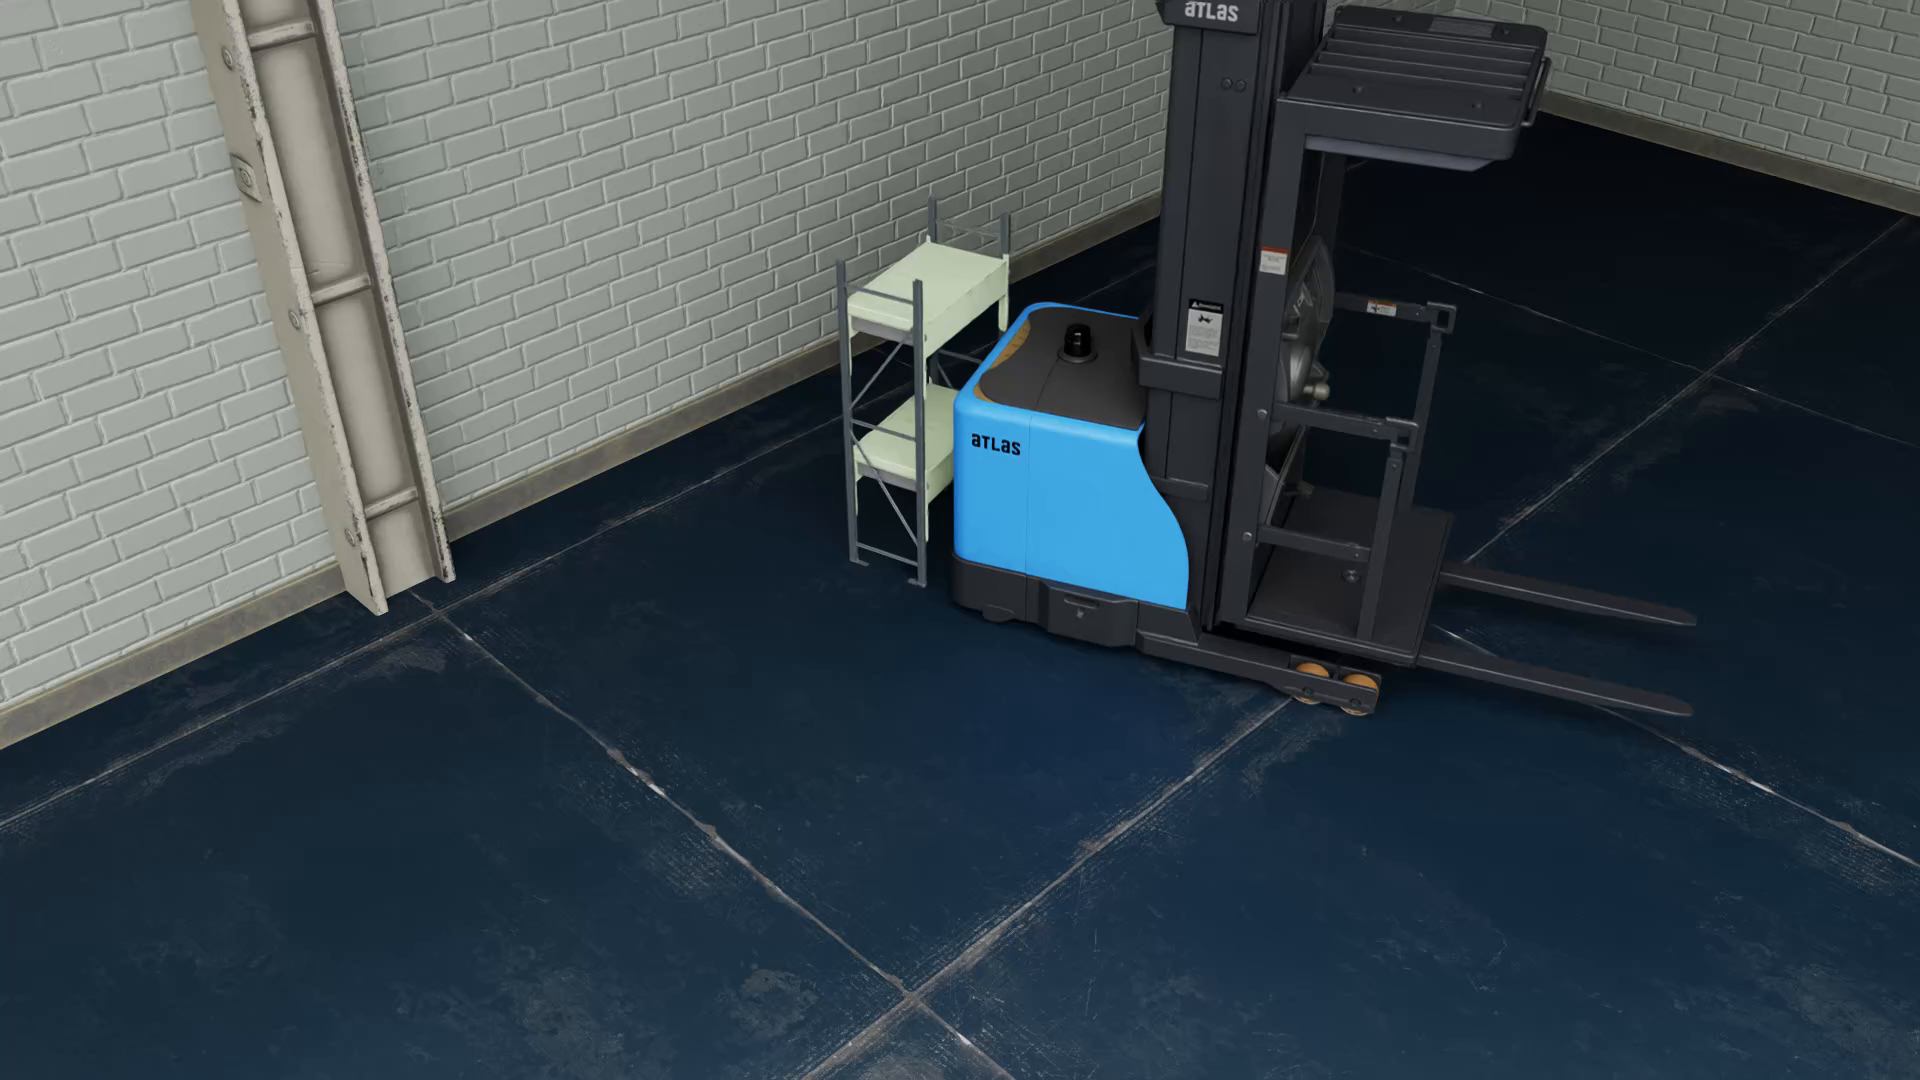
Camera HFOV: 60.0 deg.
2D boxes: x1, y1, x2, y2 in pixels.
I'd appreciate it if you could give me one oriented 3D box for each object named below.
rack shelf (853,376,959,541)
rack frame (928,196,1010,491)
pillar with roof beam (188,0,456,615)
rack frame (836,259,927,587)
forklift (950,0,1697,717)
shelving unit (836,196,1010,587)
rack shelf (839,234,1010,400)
[{"bbox_3d":[-0.144,-0.380,7.554,0.431,0.370,0.720,18,39,24],"label":"rack shelf"},{"bbox_3d":[0.038,-0.829,7.628,0.400,1.500,0.023,18,39,24],"label":"rack frame"},{"bbox_3d":[0.538,-1.765,2.415,9.100,9.000,0.400,30,45,35],"label":"pillar with roof beam"},{"bbox_3d":[-0.327,-0.466,7.108,0.400,1.500,0.023,18,39,24],"label":"rack frame"},{"bbox_3d":[1.528,-0.838,6.389,3.031,2.935,1.130,13,37,17],"label":"forklift"},{"bbox_3d":[-0.144,-0.648,7.368,0.431,1.500,0.755,18,39,24],"label":"shelving unit"},{"bbox_3d":[-0.144,-0.968,7.145,0.431,0.370,0.720,18,39,24],"label":"rack shelf"}]
